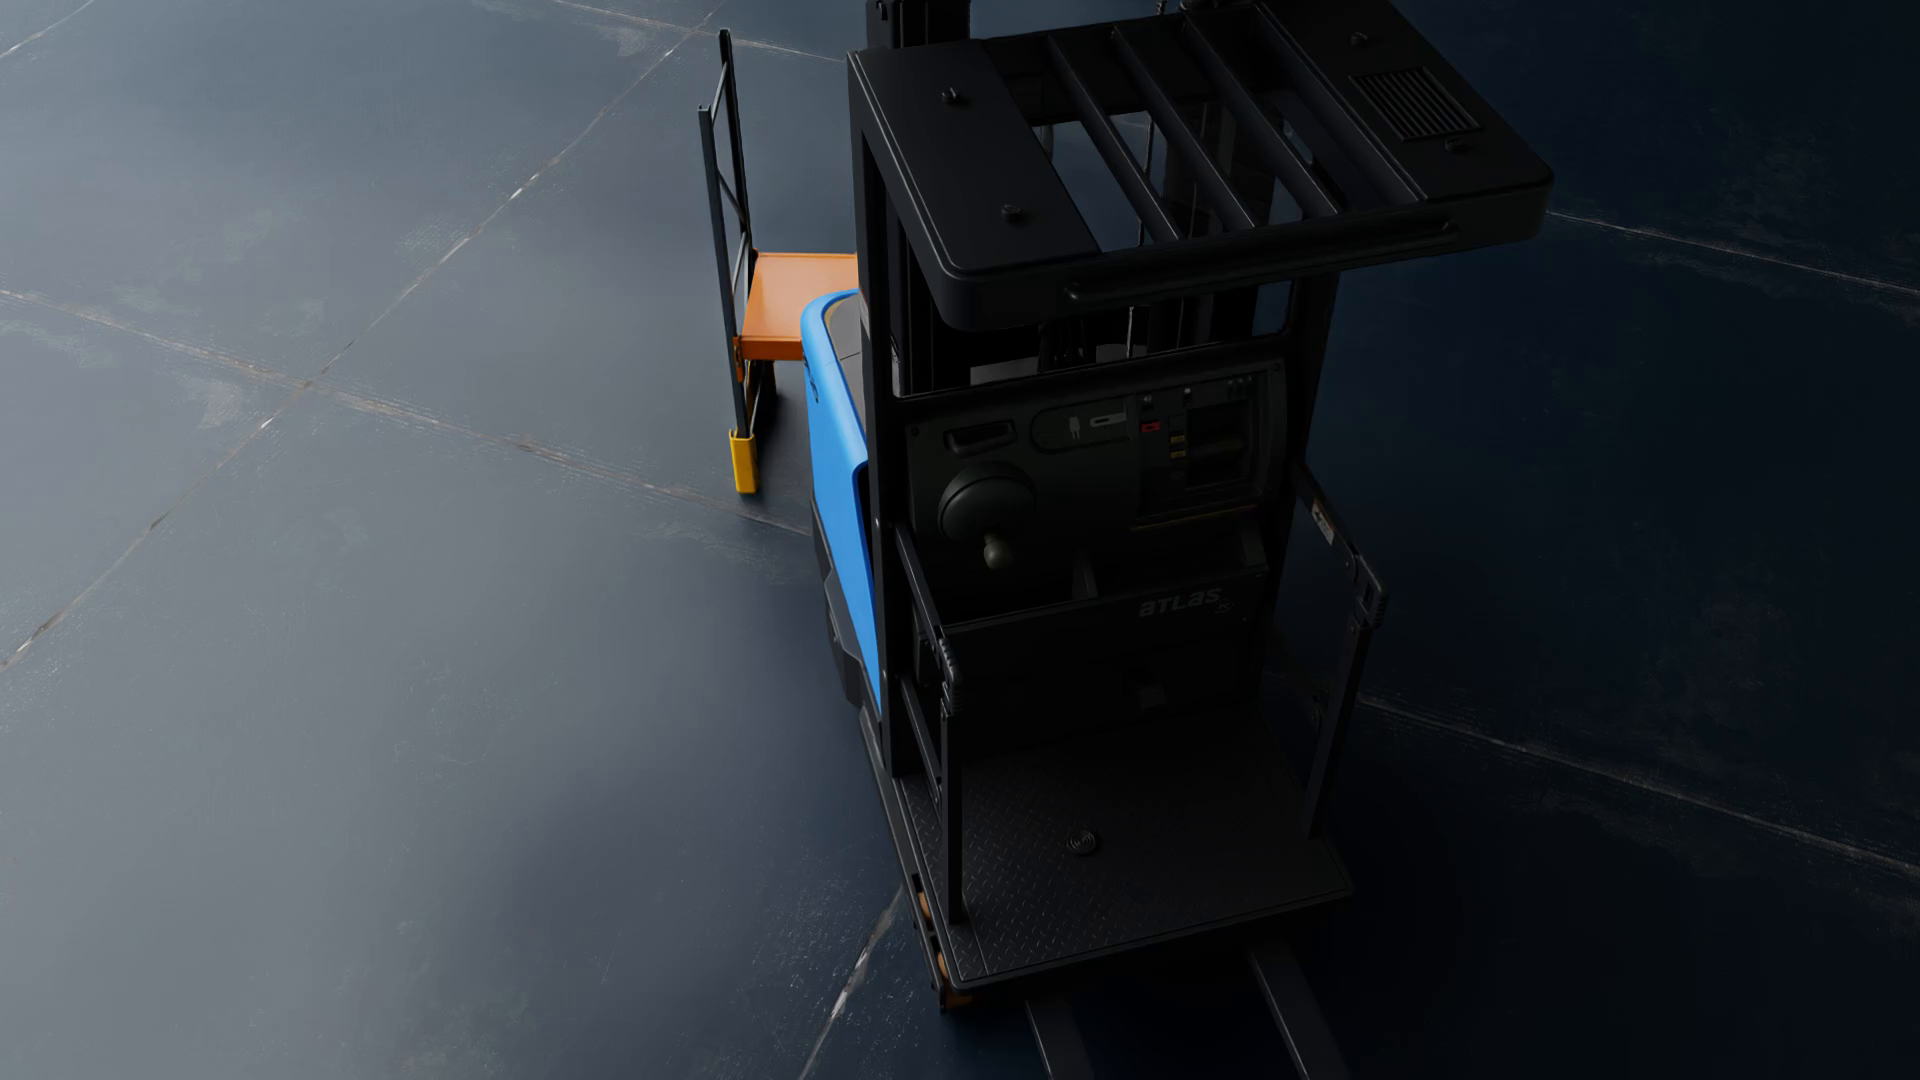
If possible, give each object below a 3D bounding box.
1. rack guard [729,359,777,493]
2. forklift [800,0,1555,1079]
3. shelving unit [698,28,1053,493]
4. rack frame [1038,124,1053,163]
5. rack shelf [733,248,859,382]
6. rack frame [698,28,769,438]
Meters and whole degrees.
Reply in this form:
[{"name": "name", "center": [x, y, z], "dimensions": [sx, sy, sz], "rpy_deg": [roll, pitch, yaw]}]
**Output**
[{"name": "rack guard", "center": [-0.748, -0.464, 6.039], "dimensions": [0.087, 0.250, 0.587], "rpy_deg": [1, 45, 1]}, {"name": "forklift", "center": [0.387, -0.092, 3.764], "dimensions": [1.130, 2.935, 3.031], "rpy_deg": [-11, 46, -11]}, {"name": "shelving unit", "center": [-0.250, -0.896, 5.587], "dimensions": [1.083, 1.500, 0.587], "rpy_deg": [1, 45, 1]}, {"name": "rack frame", "center": [0.267, -0.884, 5.575], "dimensions": [0.032, 1.500, 0.500], "rpy_deg": [1, 45, 1]}, {"name": "rack shelf", "center": [-0.241, -0.768, 5.714], "dimensions": [1.000, 0.185, 0.538], "rpy_deg": [1, 45, 1]}, {"name": "rack frame", "center": [-0.749, -0.907, 5.599], "dimensions": [0.032, 1.500, 0.500], "rpy_deg": [1, 45, 1]}]
